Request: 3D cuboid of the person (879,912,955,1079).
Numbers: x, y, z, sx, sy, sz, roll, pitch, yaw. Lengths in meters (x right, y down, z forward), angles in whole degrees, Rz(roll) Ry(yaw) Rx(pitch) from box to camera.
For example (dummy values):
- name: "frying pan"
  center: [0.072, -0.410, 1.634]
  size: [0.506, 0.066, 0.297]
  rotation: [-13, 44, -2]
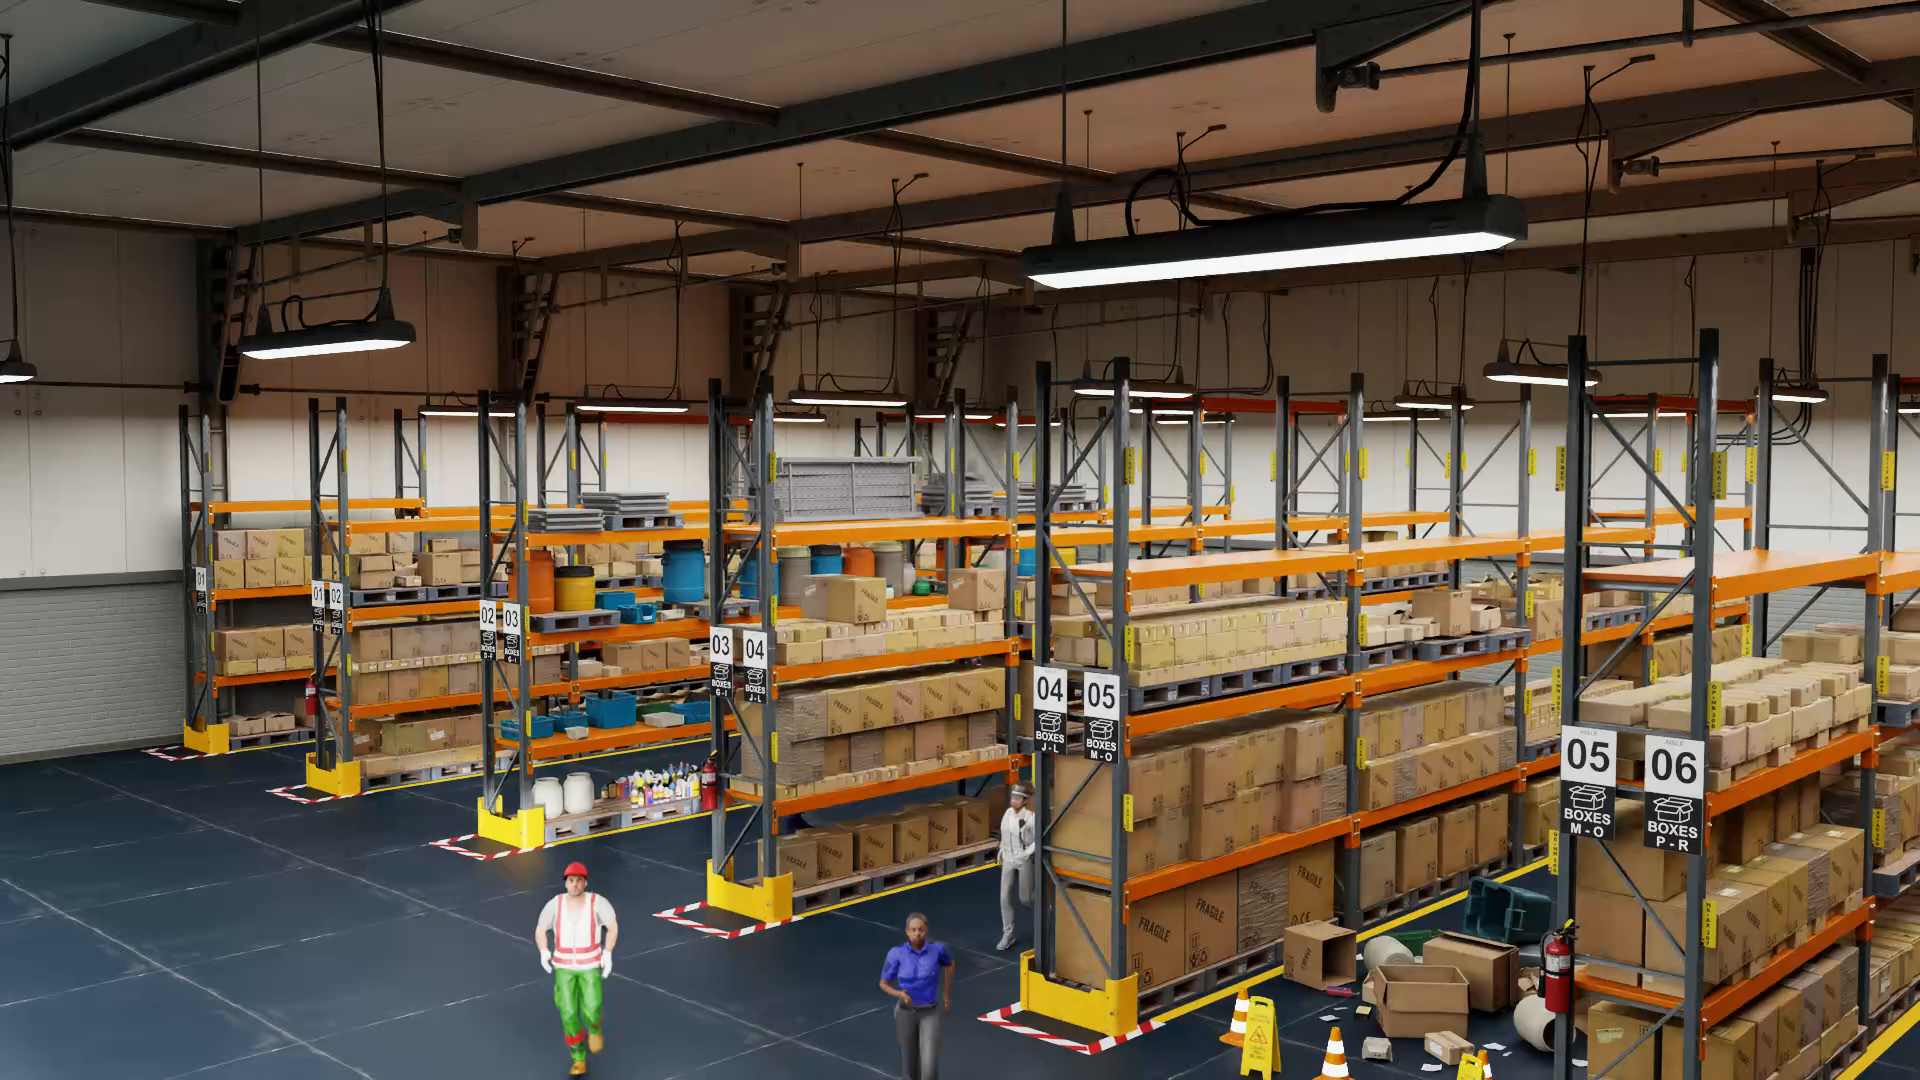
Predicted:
- name: "person"
  center: [-0.327, 3.675, 12.660]
  size: [0.567, 1.718, 0.766]
  rotation: [0, 3, 2]

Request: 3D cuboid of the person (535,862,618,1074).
- name: "person"
  center: [-3.211, 3.553, 13.903]
  size: [0.677, 1.748, 0.596]
  rotation: [0, 3, -5]

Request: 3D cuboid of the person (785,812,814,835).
- name: "person"
  center: [-2.068, 3.231, 21.204]
  size: [0.627, 1.669, 0.823]
  rotation: [3, 4, 41]

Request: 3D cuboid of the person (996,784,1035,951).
- name: "person"
  center: [0.640, 3.406, 17.547]
  size: [0.630, 1.700, 0.835]
  rotation: [2, 4, 33]
